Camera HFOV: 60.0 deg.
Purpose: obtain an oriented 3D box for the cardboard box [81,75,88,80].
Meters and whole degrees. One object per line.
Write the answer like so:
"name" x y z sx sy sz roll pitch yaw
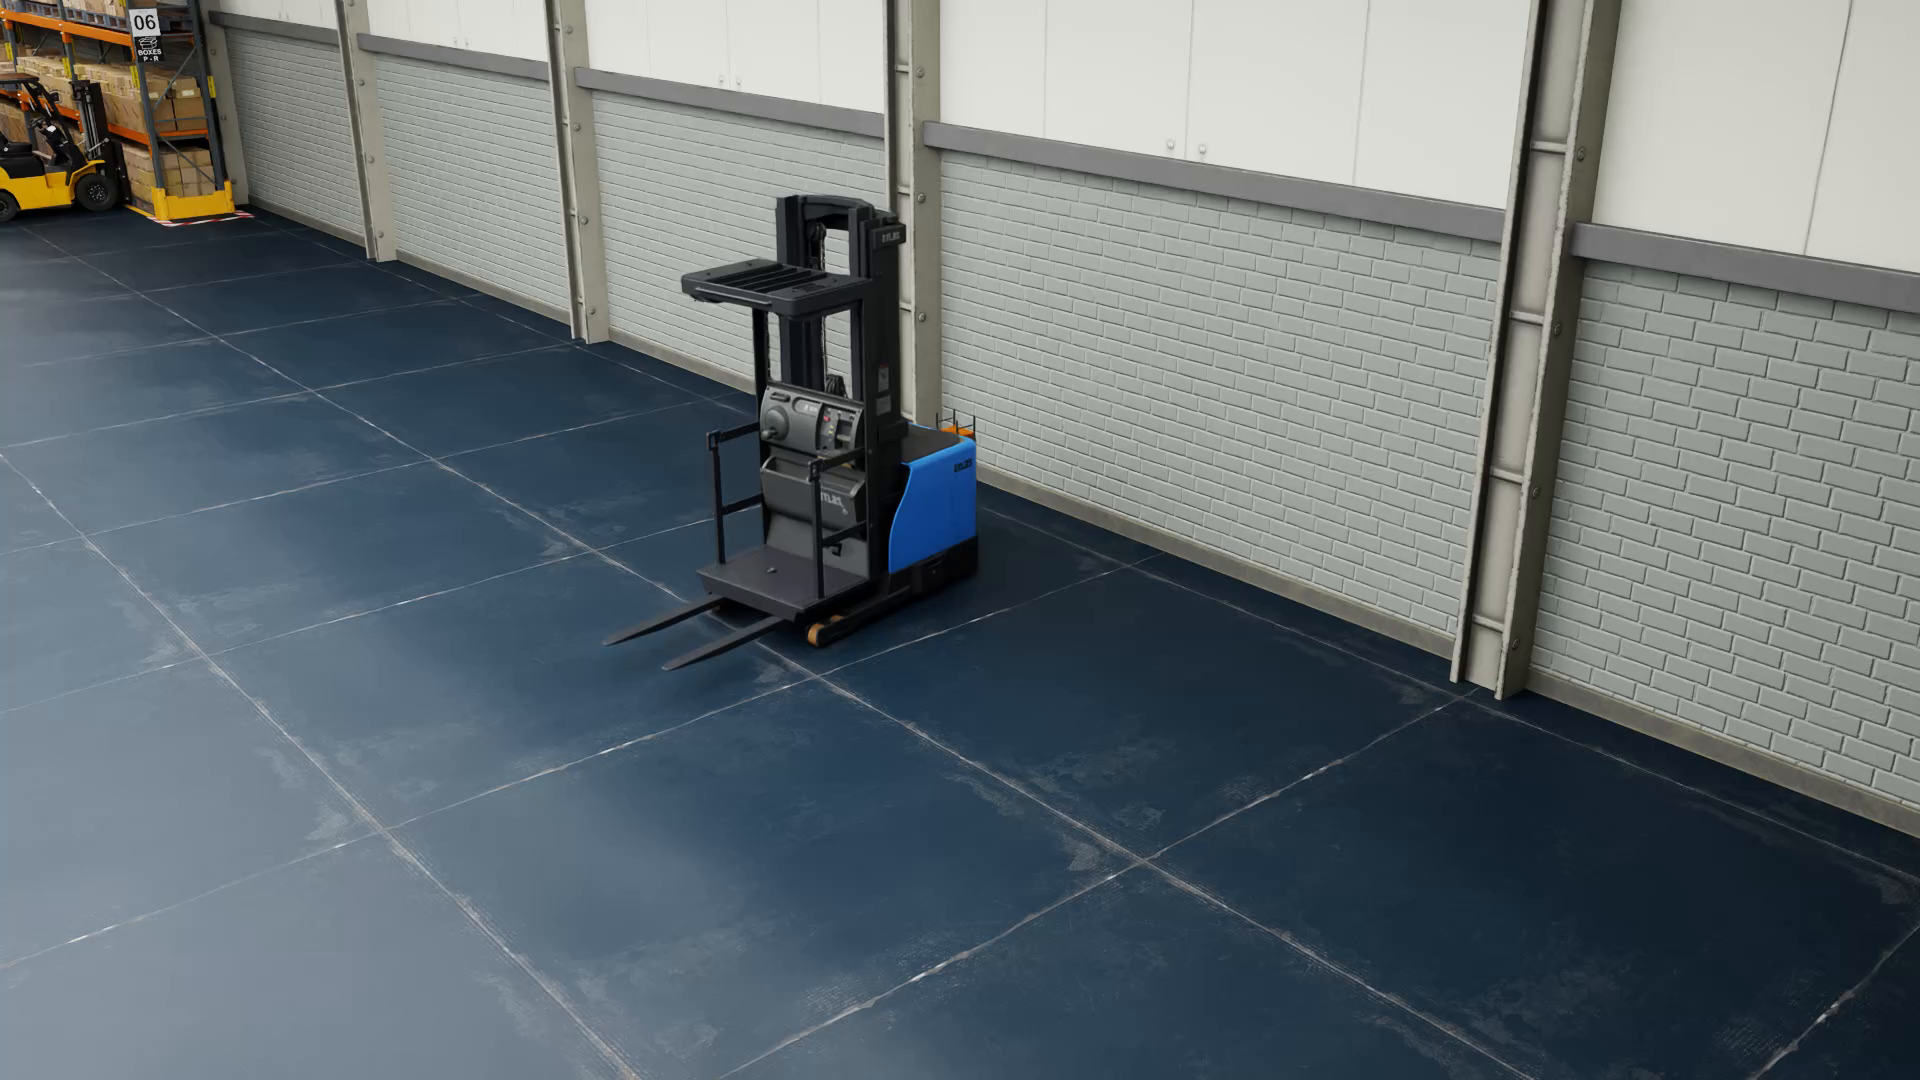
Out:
"cardboard box" -14.816 -7.900 28.513 0.380 0.149 0.250 -17 27 -36

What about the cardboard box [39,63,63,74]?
"cardboard box" -16.474 -8.564 30.209 0.380 0.149 0.250 -18 28 -39

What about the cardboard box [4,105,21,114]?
"cardboard box" -18.964 -8.661 33.446 0.380 0.149 0.250 -19 28 -40

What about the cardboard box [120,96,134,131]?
"cardboard box" -13.236 -6.933 26.936 0.500 0.500 0.500 -16 27 -36

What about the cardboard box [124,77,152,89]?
"cardboard box" -13.153 -7.330 26.652 0.380 0.149 0.250 -17 27 -36

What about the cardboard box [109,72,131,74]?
"cardboard box" -13.783 -7.626 27.407 0.380 0.149 0.250 -17 27 -37

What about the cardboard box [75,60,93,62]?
"cardboard box" -16.223 -8.765 30.724 0.380 0.149 0.250 -16 27 -36

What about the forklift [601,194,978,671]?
"forklift" -1.186 -0.821 11.561 1.130 2.935 3.031 17 27 36

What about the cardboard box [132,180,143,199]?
"cardboard box" -13.247 -5.777 27.316 0.500 0.250 0.500 -17 27 -37

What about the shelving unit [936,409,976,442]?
"shelving unit" -0.035 -0.504 13.330 0.215 1.050 0.252 -17 27 -37

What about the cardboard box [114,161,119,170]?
"cardboard box" -13.934 -6.294 27.949 0.500 0.250 0.500 -18 27 -38

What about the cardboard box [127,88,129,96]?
"cardboard box" -13.135 -7.195 26.715 0.380 0.149 0.250 -17 27 -36

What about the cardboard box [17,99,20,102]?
"cardboard box" -19.417 -9.147 34.687 0.380 0.149 0.250 -17 27 -37

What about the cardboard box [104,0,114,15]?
"cardboard box" -13.320 -8.471 26.356 0.396 0.266 0.258 -17 27 -37

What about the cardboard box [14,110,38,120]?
"cardboard box" -18.322 -8.356 32.667 0.380 0.149 0.250 -19 28 -40

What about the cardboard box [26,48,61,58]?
"cardboard box" -17.823 -9.299 32.401 0.500 0.500 0.500 -16 26 -35

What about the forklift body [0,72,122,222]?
"forklift body" -15.004 -6.362 26.778 2.313 2.155 1.214 -17 27 -37

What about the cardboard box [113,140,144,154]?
"cardboard box" -13.920 -6.520 27.841 0.500 0.250 0.500 -18 28 -38

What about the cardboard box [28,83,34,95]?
"cardboard box" -17.177 -8.487 31.246 0.500 0.250 0.500 -18 28 -39

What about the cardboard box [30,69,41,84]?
"cardboard box" -16.847 -8.573 30.779 0.500 0.250 0.500 -18 28 -39

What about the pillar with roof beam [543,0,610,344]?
"pillar with roof beam" -7.584 -5.528 15.258 9.100 9.000 0.400 -17 27 -37

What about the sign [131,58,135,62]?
"sign" -14.575 -8.345 29.382 0.100 0.325 0.005 -17 27 -37

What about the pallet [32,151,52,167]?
"pallet" -17.098 -7.343 31.942 1.003 0.211 1.213 -17 27 -37

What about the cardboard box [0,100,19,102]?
"cardboard box" -19.579 -8.956 34.198 0.380 0.149 0.250 -18 28 -38

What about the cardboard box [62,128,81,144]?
"cardboard box" -15.845 -7.220 30.486 0.875 0.625 0.625 -18 28 -38

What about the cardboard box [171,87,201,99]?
"cardboard box" -12.409 -7.172 26.655 0.380 0.149 0.250 -18 28 -39

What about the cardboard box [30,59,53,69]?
"cardboard box" -17.078 -8.861 30.968 0.380 0.149 0.250 -17 27 -37

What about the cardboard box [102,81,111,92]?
"cardboard box" -13.992 -7.539 27.592 0.380 0.149 0.250 -18 28 -38

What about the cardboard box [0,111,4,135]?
"cardboard box" -19.394 -8.544 34.036 0.500 0.500 0.500 -18 28 -39

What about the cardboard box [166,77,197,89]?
"cardboard box" -12.441 -7.298 26.571 0.380 0.149 0.250 -18 28 -38

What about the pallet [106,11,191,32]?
"pallet" -12.826 -8.225 26.378 1.003 0.211 1.213 -17 27 -37

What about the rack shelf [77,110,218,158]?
"rack shelf" -13.689 -6.885 27.937 1.077 0.370 4.000 -17 27 -37

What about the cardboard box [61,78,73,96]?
"cardboard box" -15.509 -8.011 29.344 0.500 0.250 0.500 -18 28 -39

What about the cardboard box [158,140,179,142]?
"cardboard box" -13.531 -6.647 28.167 0.500 0.250 0.500 -18 28 -38

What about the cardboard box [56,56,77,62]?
"cardboard box" -16.862 -9.053 31.459 0.380 0.149 0.250 -17 27 -37

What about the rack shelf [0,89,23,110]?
"rack shelf" -18.911 -9.096 33.580 1.077 0.370 4.000 -17 27 -37

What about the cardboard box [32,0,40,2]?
"cardboard box" -16.153 -9.724 29.495 0.500 0.311 0.500 -19 28 -39

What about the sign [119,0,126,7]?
"sign" -12.804 -8.314 25.381 0.100 0.325 0.005 -17 27 -37

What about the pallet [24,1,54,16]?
"pallet" -16.363 -9.712 30.314 1.003 0.211 1.213 -16 26 -35

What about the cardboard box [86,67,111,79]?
"cardboard box" -14.509 -7.887 28.072 0.380 0.149 0.250 -17 27 -36

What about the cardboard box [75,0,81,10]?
"cardboard box" -14.430 -8.886 27.577 0.380 0.149 0.250 -16 27 -36

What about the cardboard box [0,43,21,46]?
"cardboard box" -19.220 -9.678 33.369 0.700 0.500 0.500 -18 27 -38

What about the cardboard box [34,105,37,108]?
"cardboard box" -18.595 -8.774 33.736 0.380 0.149 0.250 -17 27 -37

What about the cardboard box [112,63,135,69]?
"cardboard box" -14.425 -8.164 28.782 0.380 0.149 0.250 -18 28 -39

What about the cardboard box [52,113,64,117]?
"cardboard box" -17.710 -8.430 32.856 0.380 0.149 0.250 -16 26 -35

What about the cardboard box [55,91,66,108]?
"cardboard box" -15.854 -7.918 29.791 0.500 0.250 0.500 -18 27 -38

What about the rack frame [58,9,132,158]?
"rack frame" -14.995 -7.773 29.216 1.000 3.000 0.127 -17 27 -37

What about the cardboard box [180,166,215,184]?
"cardboard box" -12.533 -5.995 27.186 0.500 0.250 0.500 -17 27 -36

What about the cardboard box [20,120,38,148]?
"cardboard box" -18.045 -7.975 32.585 0.500 0.500 0.500 -16 27 -36

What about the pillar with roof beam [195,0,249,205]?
"pillar with roof beam" -15.417 -8.843 23.723 9.100 9.000 0.400 -17 27 -37

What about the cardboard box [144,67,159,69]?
"cardboard box" -13.746 -7.882 28.061 0.380 0.149 0.250 -18 28 -38

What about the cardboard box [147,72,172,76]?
"cardboard box" -13.111 -7.587 27.308 0.380 0.149 0.250 -16 27 -36
